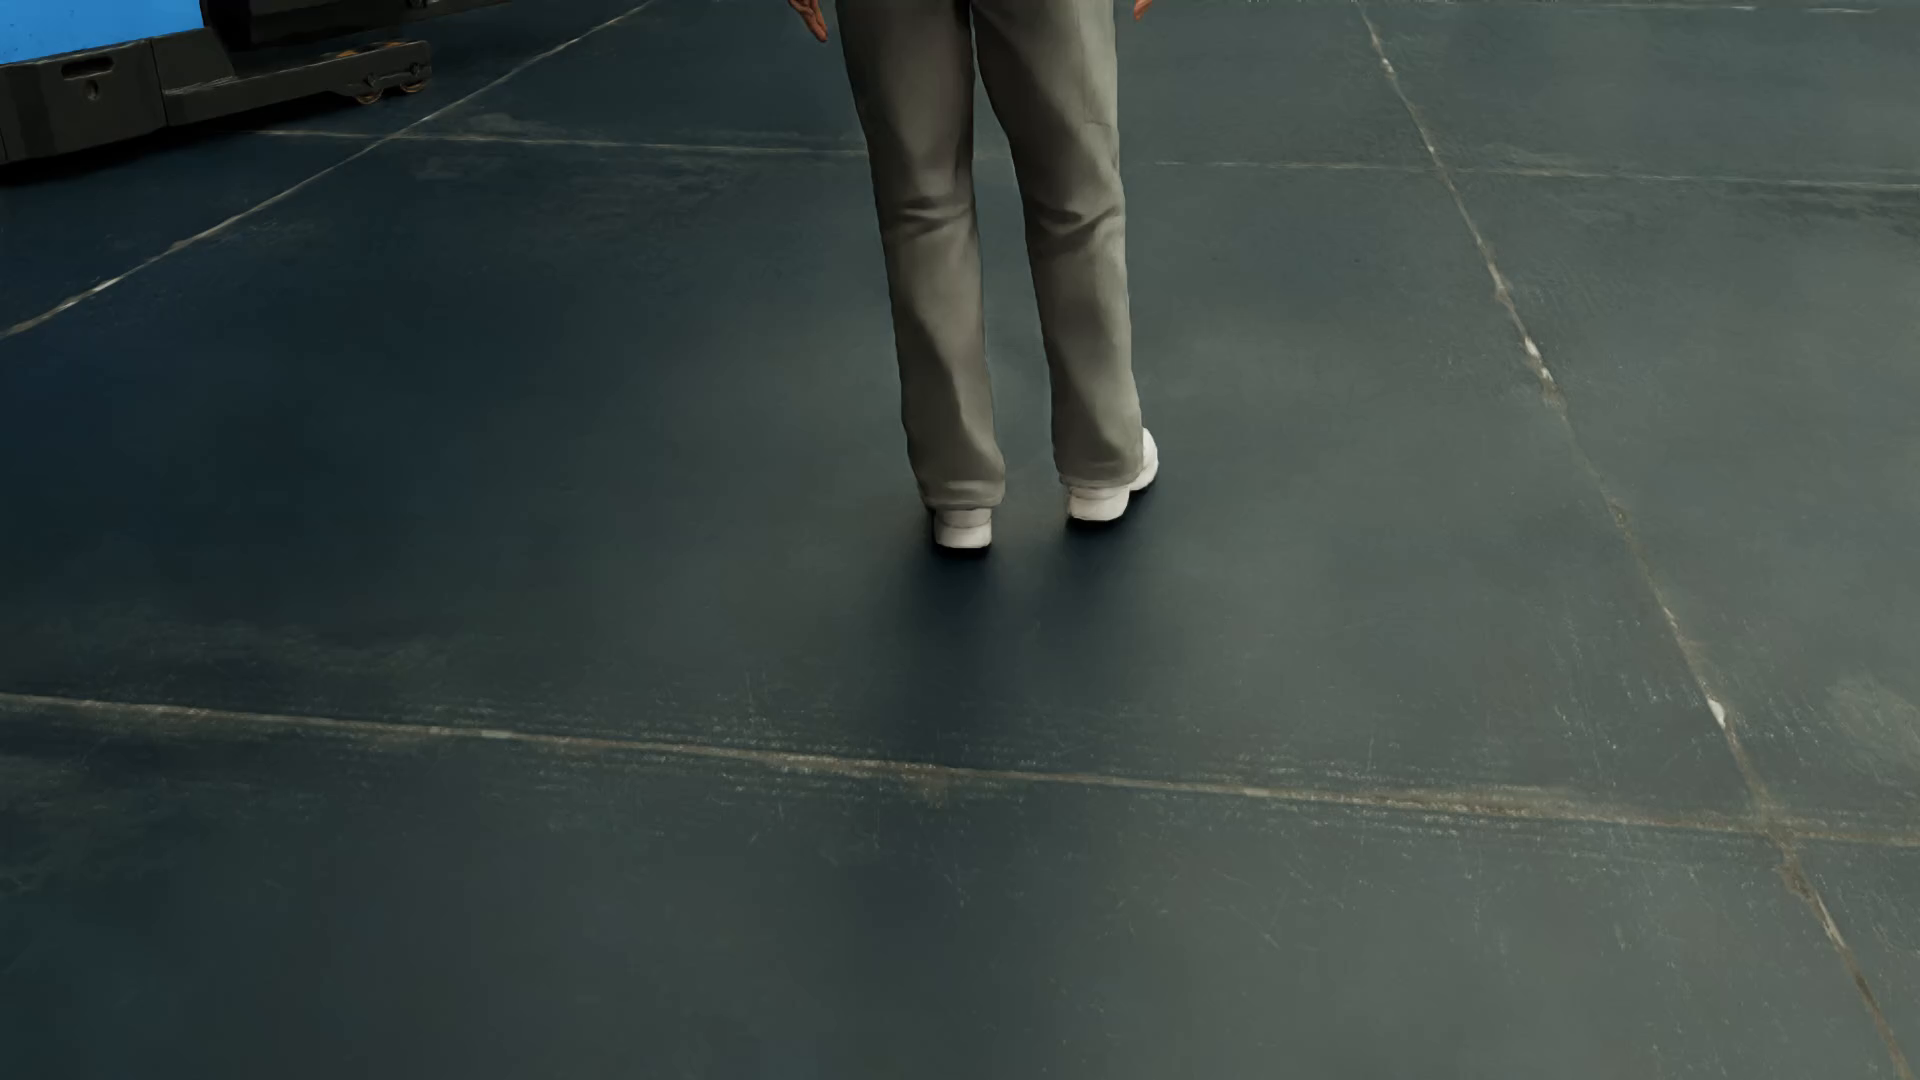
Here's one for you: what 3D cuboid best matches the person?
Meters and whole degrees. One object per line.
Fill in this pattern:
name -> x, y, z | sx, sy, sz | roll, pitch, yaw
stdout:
person -> 0.023, -0.788, 2.187 | 0.550, 1.674, 0.548 | 3, 27, 7

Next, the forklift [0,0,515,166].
forklift -> -2.386, -2.771, 4.772 | 1.130, 2.935, 3.031 | 13, 29, 24
